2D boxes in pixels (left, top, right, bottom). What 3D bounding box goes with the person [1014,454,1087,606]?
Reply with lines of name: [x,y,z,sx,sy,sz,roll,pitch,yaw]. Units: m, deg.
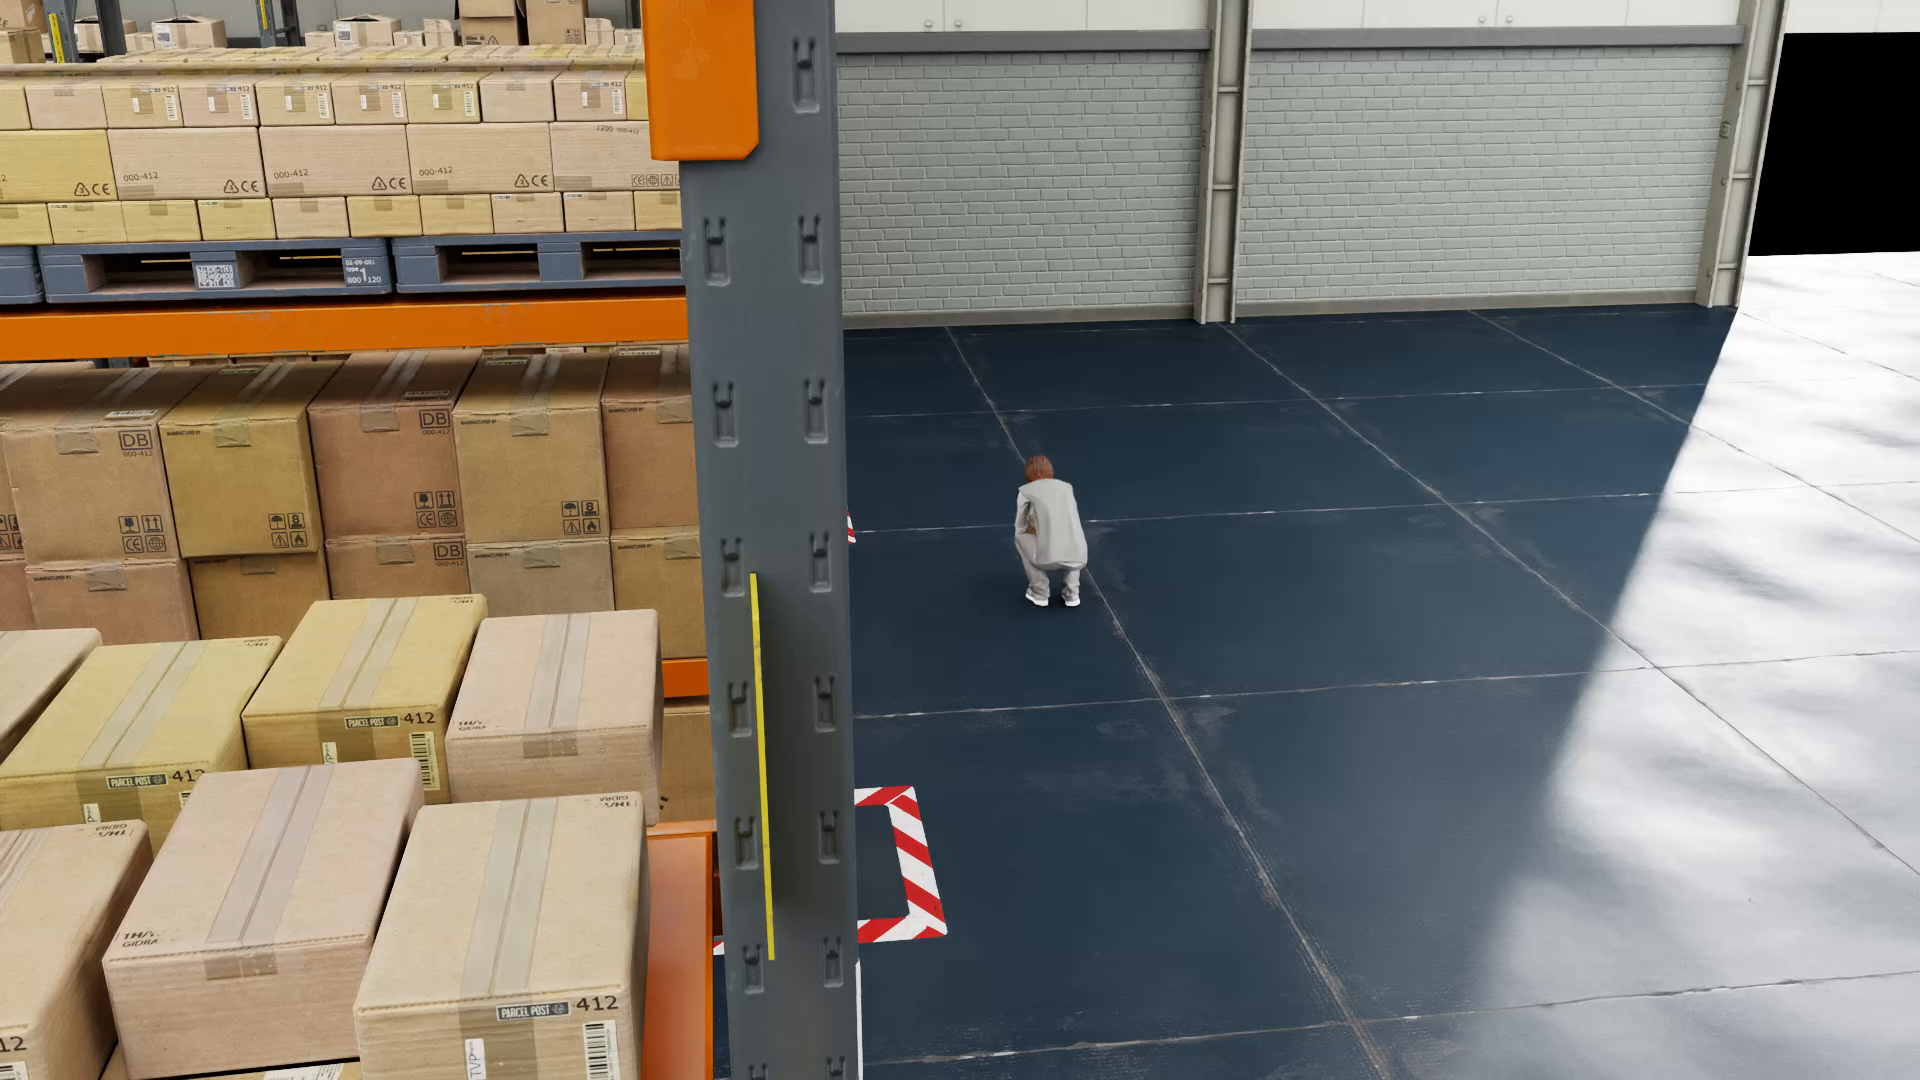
person: [0.588,-0.054,10.779,0.433,0.884,0.817,-3,21,-8]
